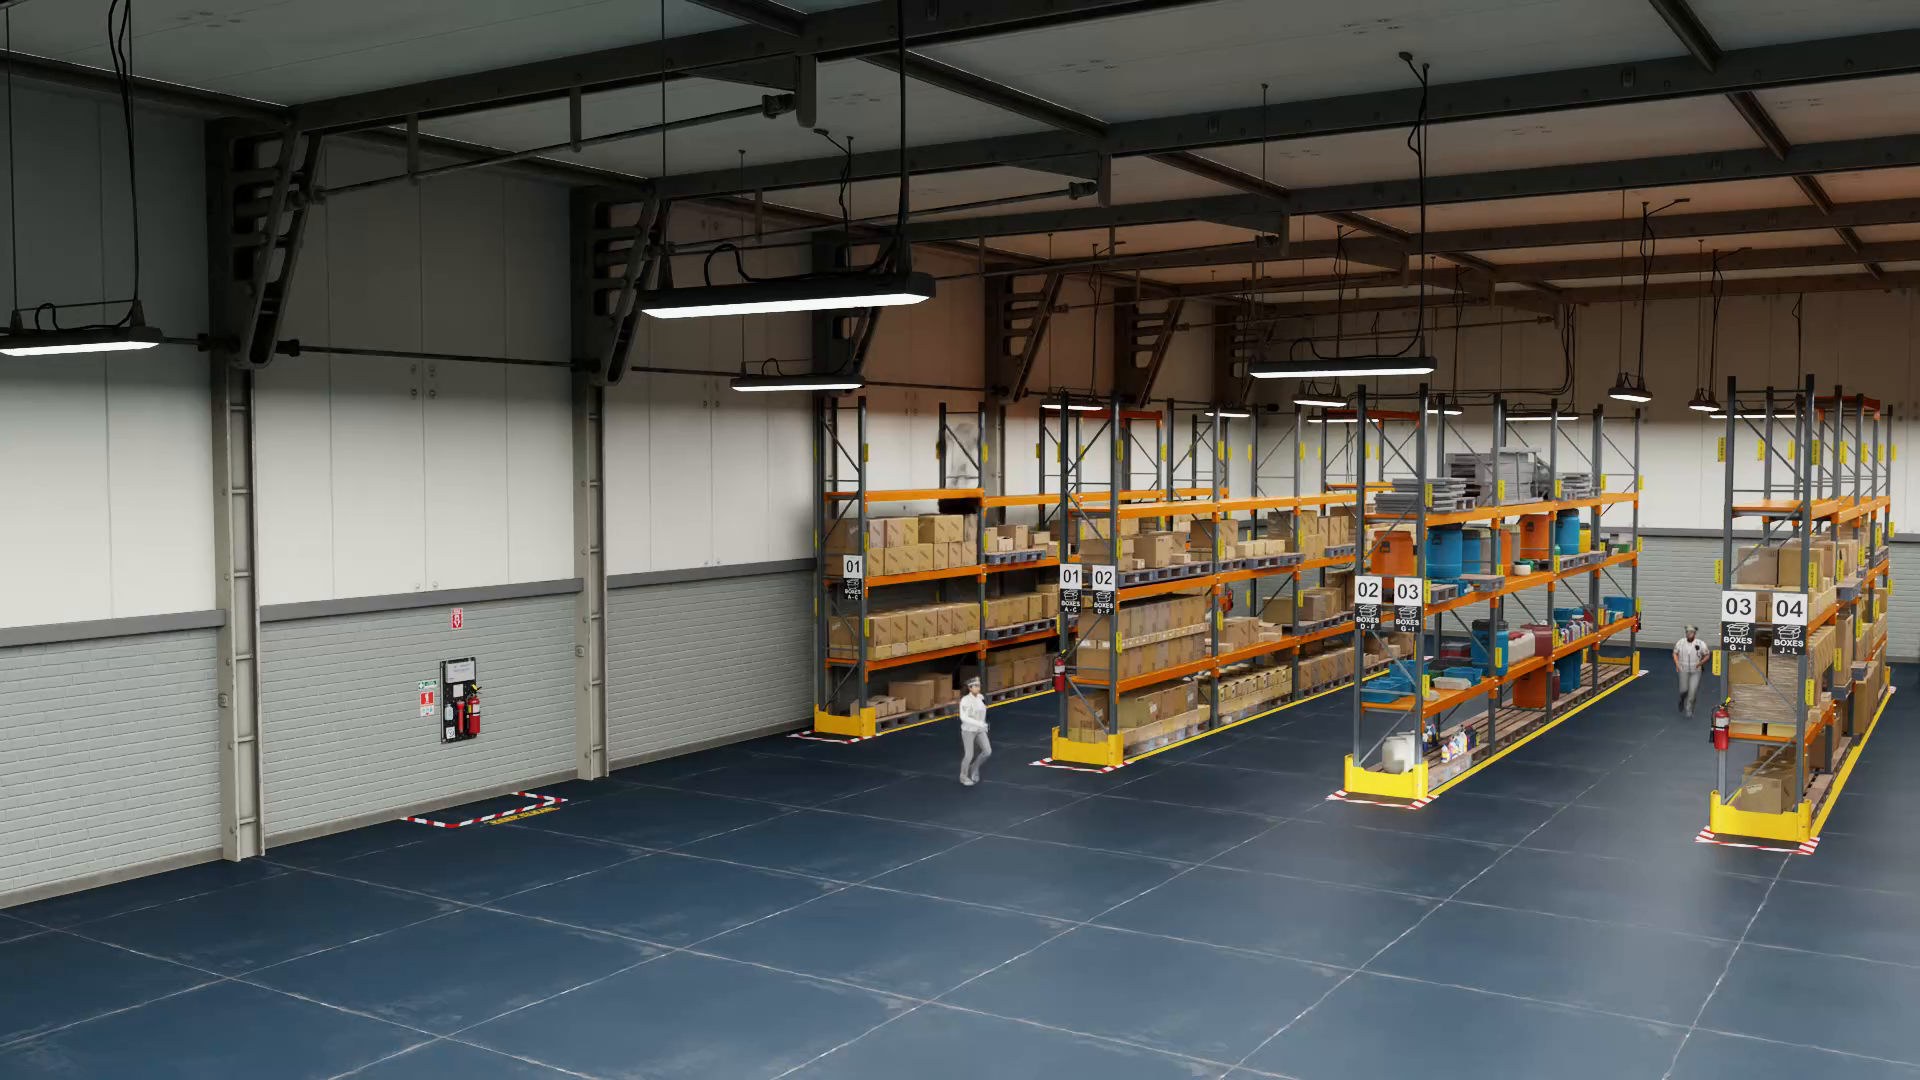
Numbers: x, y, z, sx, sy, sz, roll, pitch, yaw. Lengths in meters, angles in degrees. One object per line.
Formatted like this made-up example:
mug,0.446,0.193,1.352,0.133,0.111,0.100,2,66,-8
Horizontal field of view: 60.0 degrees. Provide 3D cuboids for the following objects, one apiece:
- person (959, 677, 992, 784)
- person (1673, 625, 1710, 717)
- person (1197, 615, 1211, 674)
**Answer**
person,0.237,2.856,24.904,0.582,1.648,0.691,-2,4,-37
person,13.871,2.477,31.564,0.649,1.755,0.629,2,3,27
person,5.373,2.227,37.352,0.544,1.624,0.636,1,3,25
